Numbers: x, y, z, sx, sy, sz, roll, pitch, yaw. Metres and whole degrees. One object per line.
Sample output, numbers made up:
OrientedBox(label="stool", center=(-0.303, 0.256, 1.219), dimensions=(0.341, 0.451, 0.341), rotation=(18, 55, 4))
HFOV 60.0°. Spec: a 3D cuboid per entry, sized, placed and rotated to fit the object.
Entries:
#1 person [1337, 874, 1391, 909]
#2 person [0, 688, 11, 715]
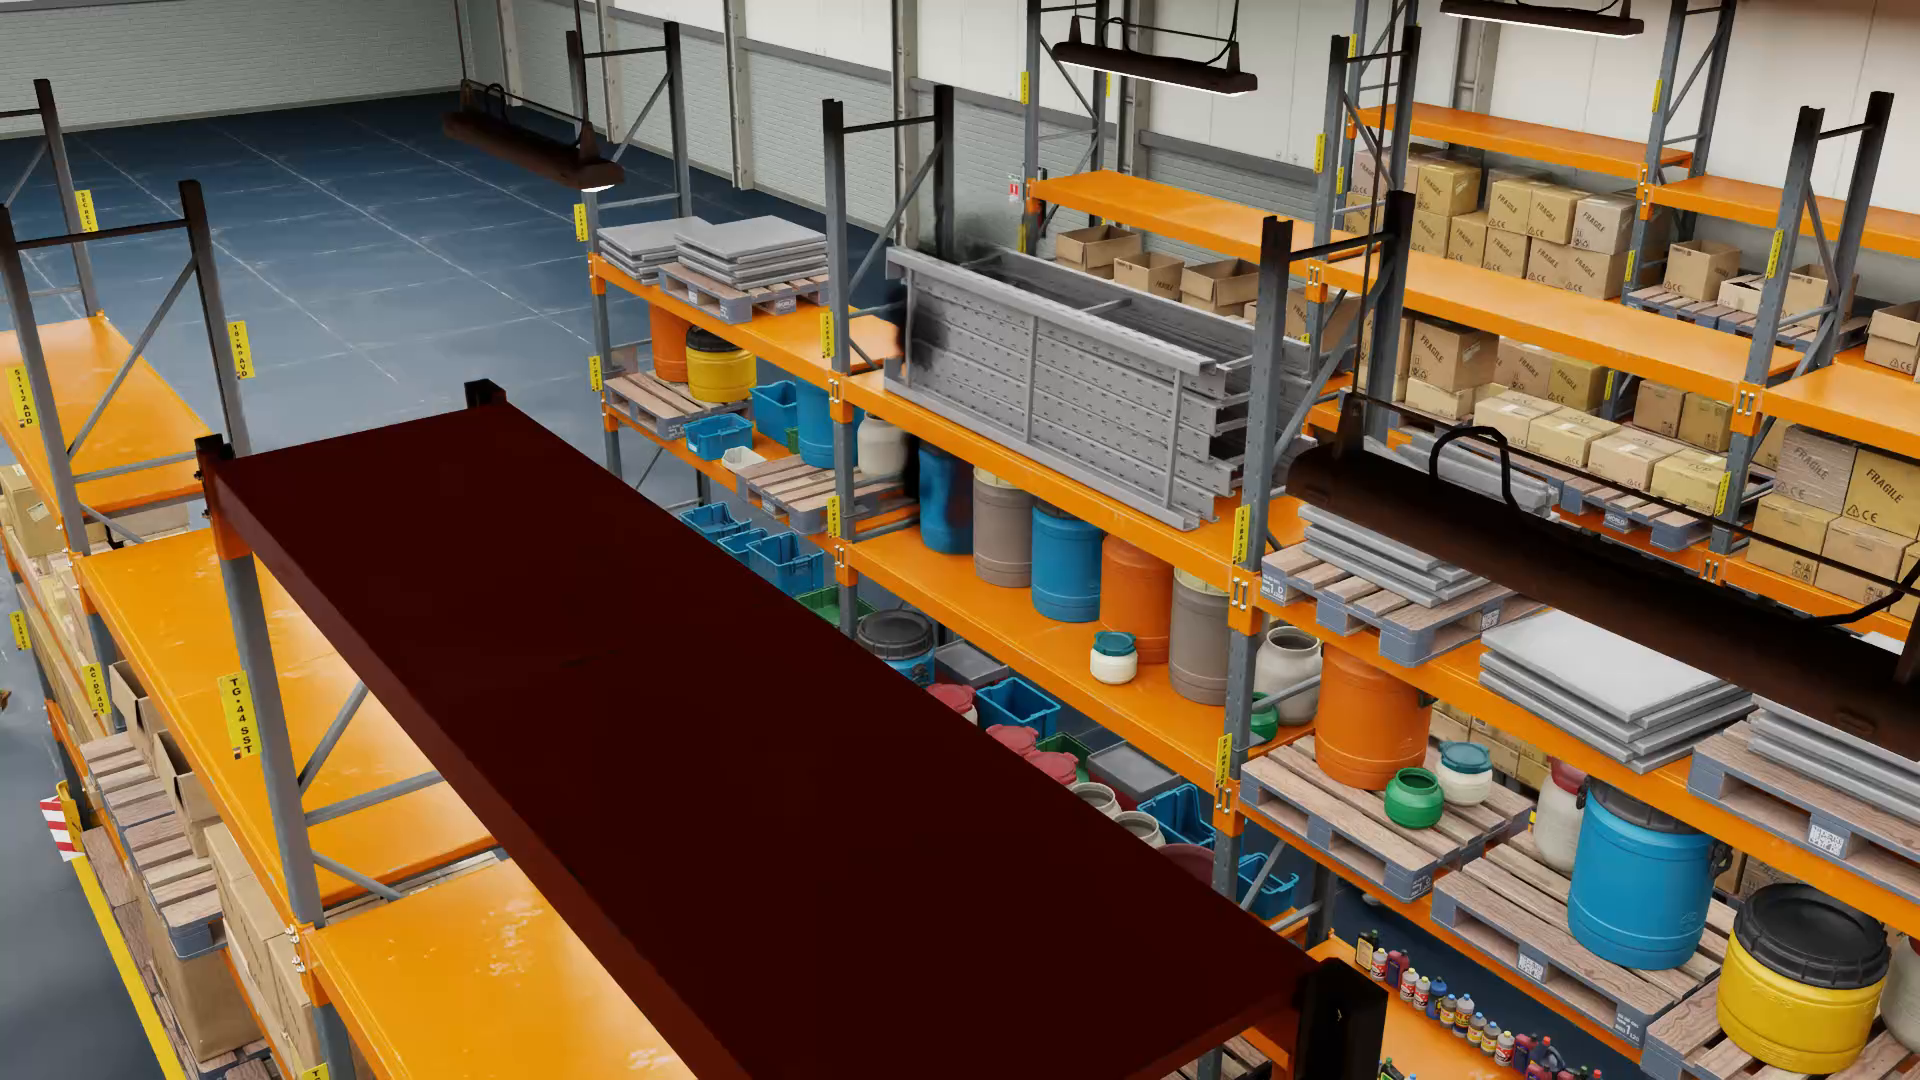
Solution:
OrientedBox(label="person", center=(3.105, 1.970, 12.598), dimensions=(0.643, 1.825, 0.747), rotation=(-21, 32, -38))
OrientedBox(label="person", center=(-8.922, 0.928, 14.907), dimensions=(0.678, 1.747, 0.670), rotation=(4, 25, 9))
